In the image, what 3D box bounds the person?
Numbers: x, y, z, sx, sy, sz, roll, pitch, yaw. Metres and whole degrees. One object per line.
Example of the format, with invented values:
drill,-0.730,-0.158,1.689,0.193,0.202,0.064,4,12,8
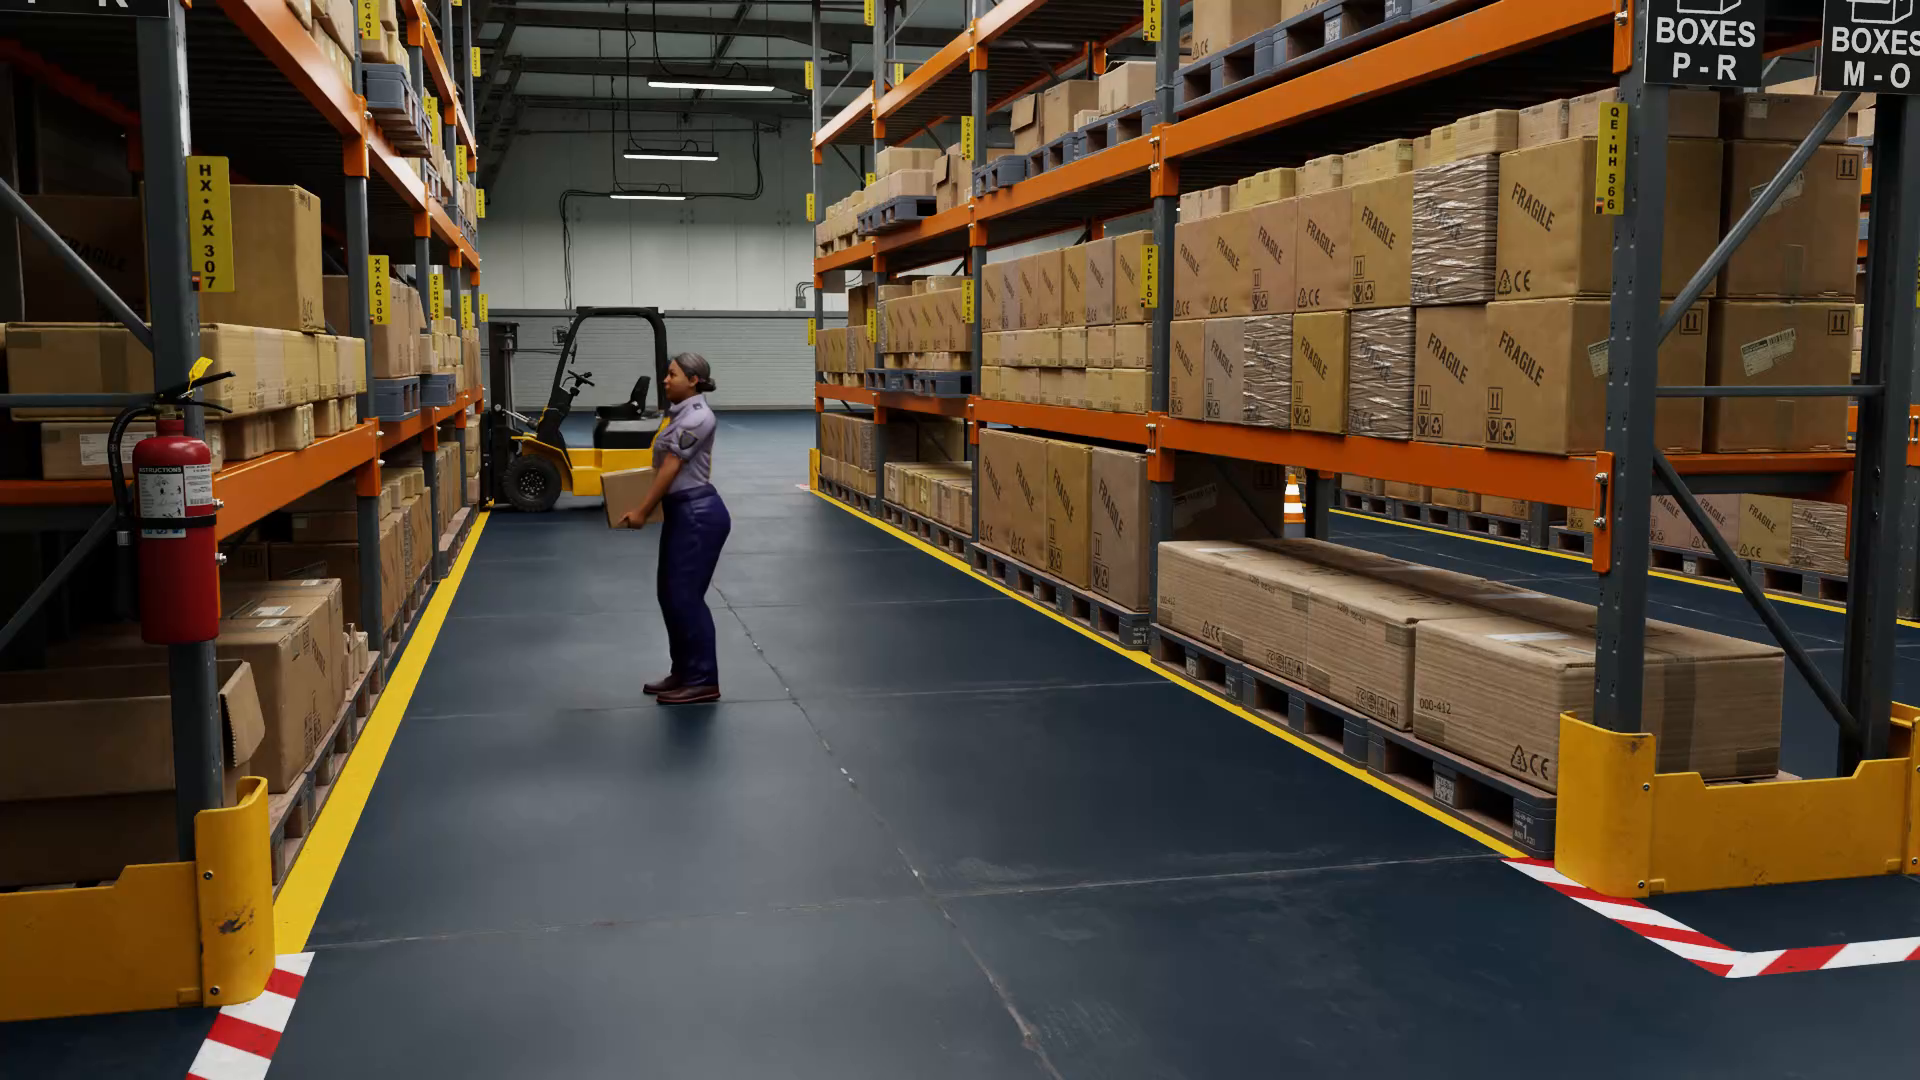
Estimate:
person,-1.356,-0.062,7.869,0.524,1.647,0.434,-2,6,-15
